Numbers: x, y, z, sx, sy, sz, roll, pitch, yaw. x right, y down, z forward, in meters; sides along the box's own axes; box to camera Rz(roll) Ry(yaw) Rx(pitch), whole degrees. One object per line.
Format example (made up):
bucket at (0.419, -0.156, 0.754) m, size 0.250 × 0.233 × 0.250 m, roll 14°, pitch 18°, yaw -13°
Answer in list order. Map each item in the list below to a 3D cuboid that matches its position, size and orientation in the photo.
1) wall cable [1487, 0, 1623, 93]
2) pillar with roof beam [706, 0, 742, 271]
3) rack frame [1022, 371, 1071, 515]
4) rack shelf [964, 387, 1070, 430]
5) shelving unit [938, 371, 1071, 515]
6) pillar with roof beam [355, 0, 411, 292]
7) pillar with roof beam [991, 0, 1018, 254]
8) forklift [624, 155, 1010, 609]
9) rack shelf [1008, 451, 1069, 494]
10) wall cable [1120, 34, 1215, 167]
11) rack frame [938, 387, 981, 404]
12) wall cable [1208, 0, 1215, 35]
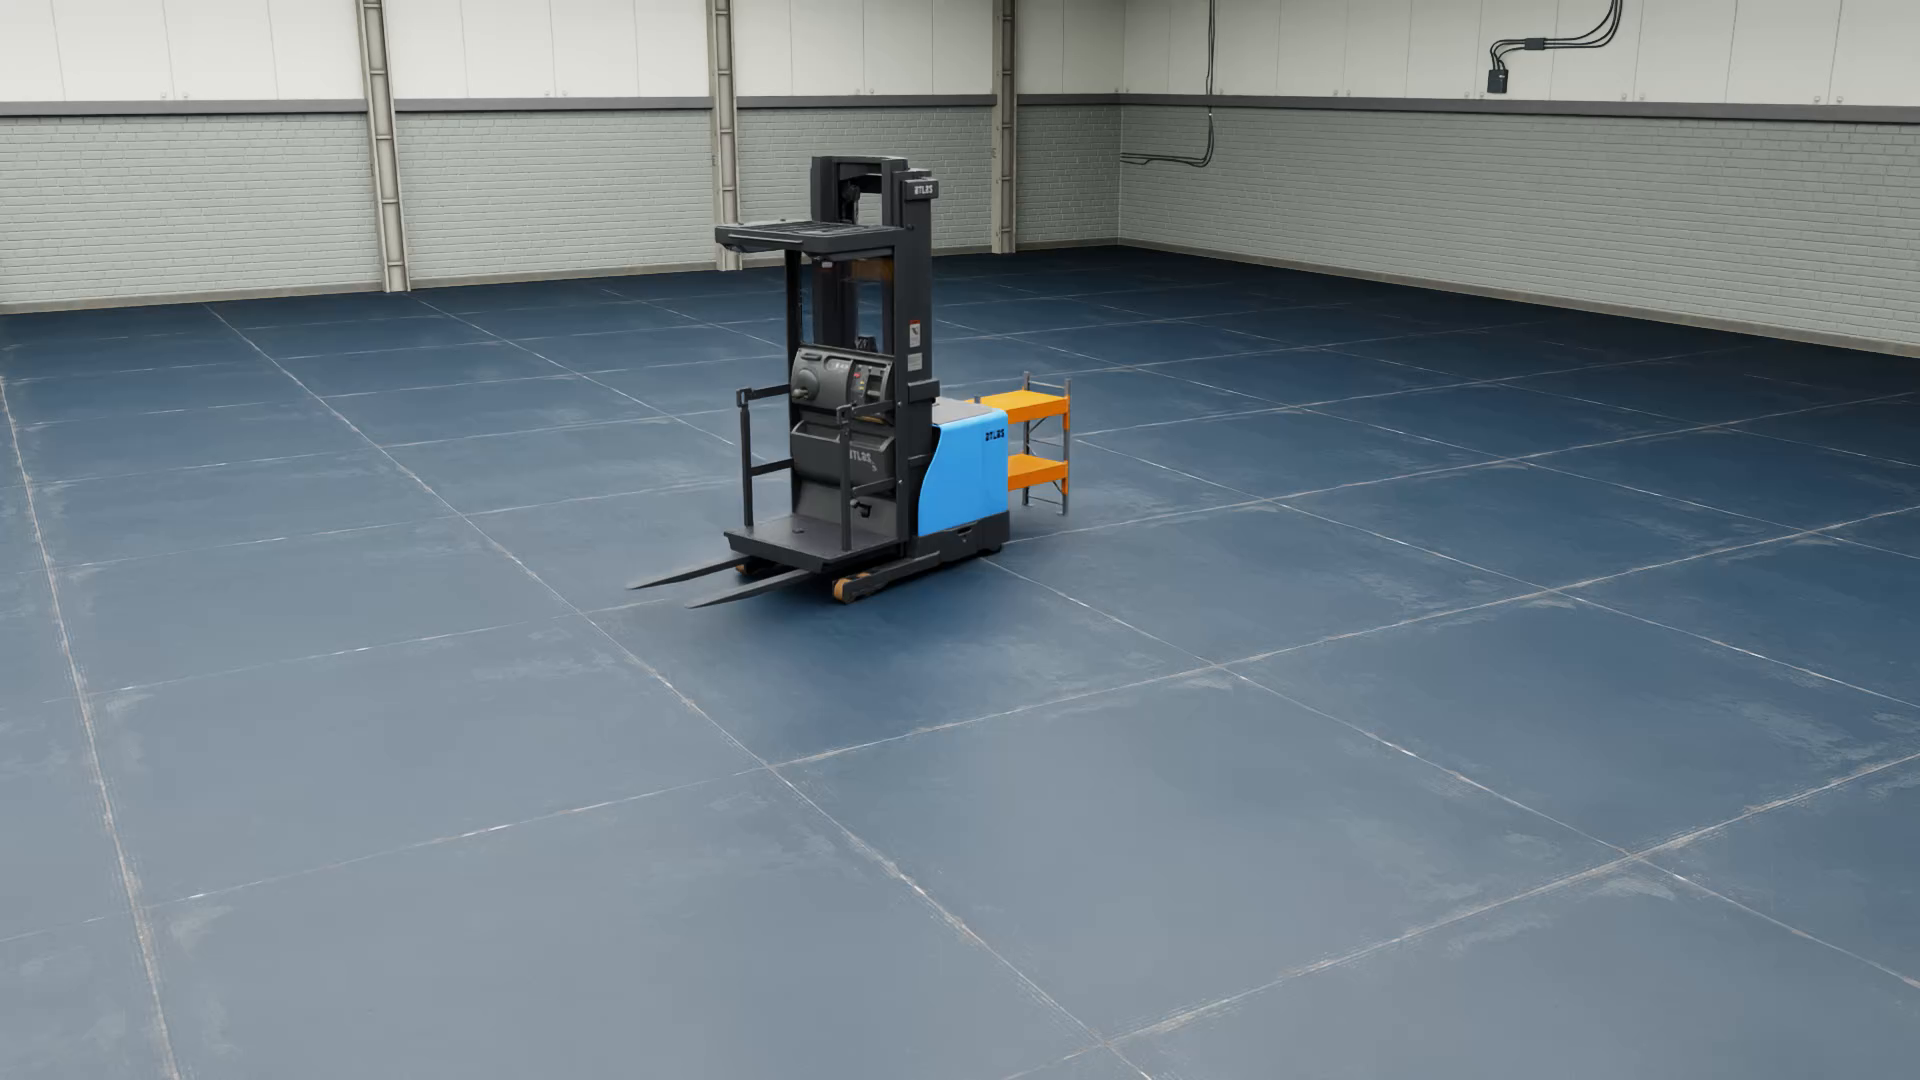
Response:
wall cable at (8.960, -9.707, 24.567) m, size 0.169 × 6.003 × 2.305 m, roll -9°, pitch 18°, yaw -30°
pillar with roof beam at (-2.048, -8.335, 25.971) m, size 0.400 × 9.000 × 9.100 m, roll -9°, pitch 18°, yaw -30°
rack frame at (0.709, -0.798, 13.672) m, size 0.032 × 1.125 × 0.500 m, roll -15°, pitch 21°, yaw -42°
rack shelf at (0.342, -0.985, 13.254) m, size 1.000 × 0.278 × 0.538 m, roll -15°, pitch 21°, yaw -42°
shelving unit at (0.342, -0.703, 13.333) m, size 1.048 × 1.125 × 0.538 m, roll -15°, pitch 21°, yaw -42°
pillar with roof beam at (-7.191, -7.501, 22.996) m, size 0.400 × 9.000 × 9.100 m, roll -9°, pitch 18°, yaw -30°
pillar with roof beam at (3.095, -9.169, 28.947) m, size 0.400 × 9.000 × 9.100 m, roll -9°, pitch 18°, yaw -30°
forklift at (-0.971, -1.134, 11.524) m, size 1.130 × 2.935 × 3.031 m, roll 13°, pitch 20°, yaw 39°
rack shelf at (0.342, -0.467, 13.399) m, size 1.000 × 0.278 × 0.538 m, roll -15°, pitch 21°, yaw -42°
wall cable at (4.084, -8.773, 33.288) m, size 0.112 × 2.526 × 3.097 m, roll -9°, pitch 18°, yaw -30°
rack frame at (-0.024, -0.608, 12.994) m, size 0.032 × 1.125 × 0.500 m, roll -15°, pitch 21°, yaw -42°
wall cable at (5.478, -10.579, 30.374) m, size 0.112 × 2.526 × 3.097 m, roll -9°, pitch 18°, yaw -30°
